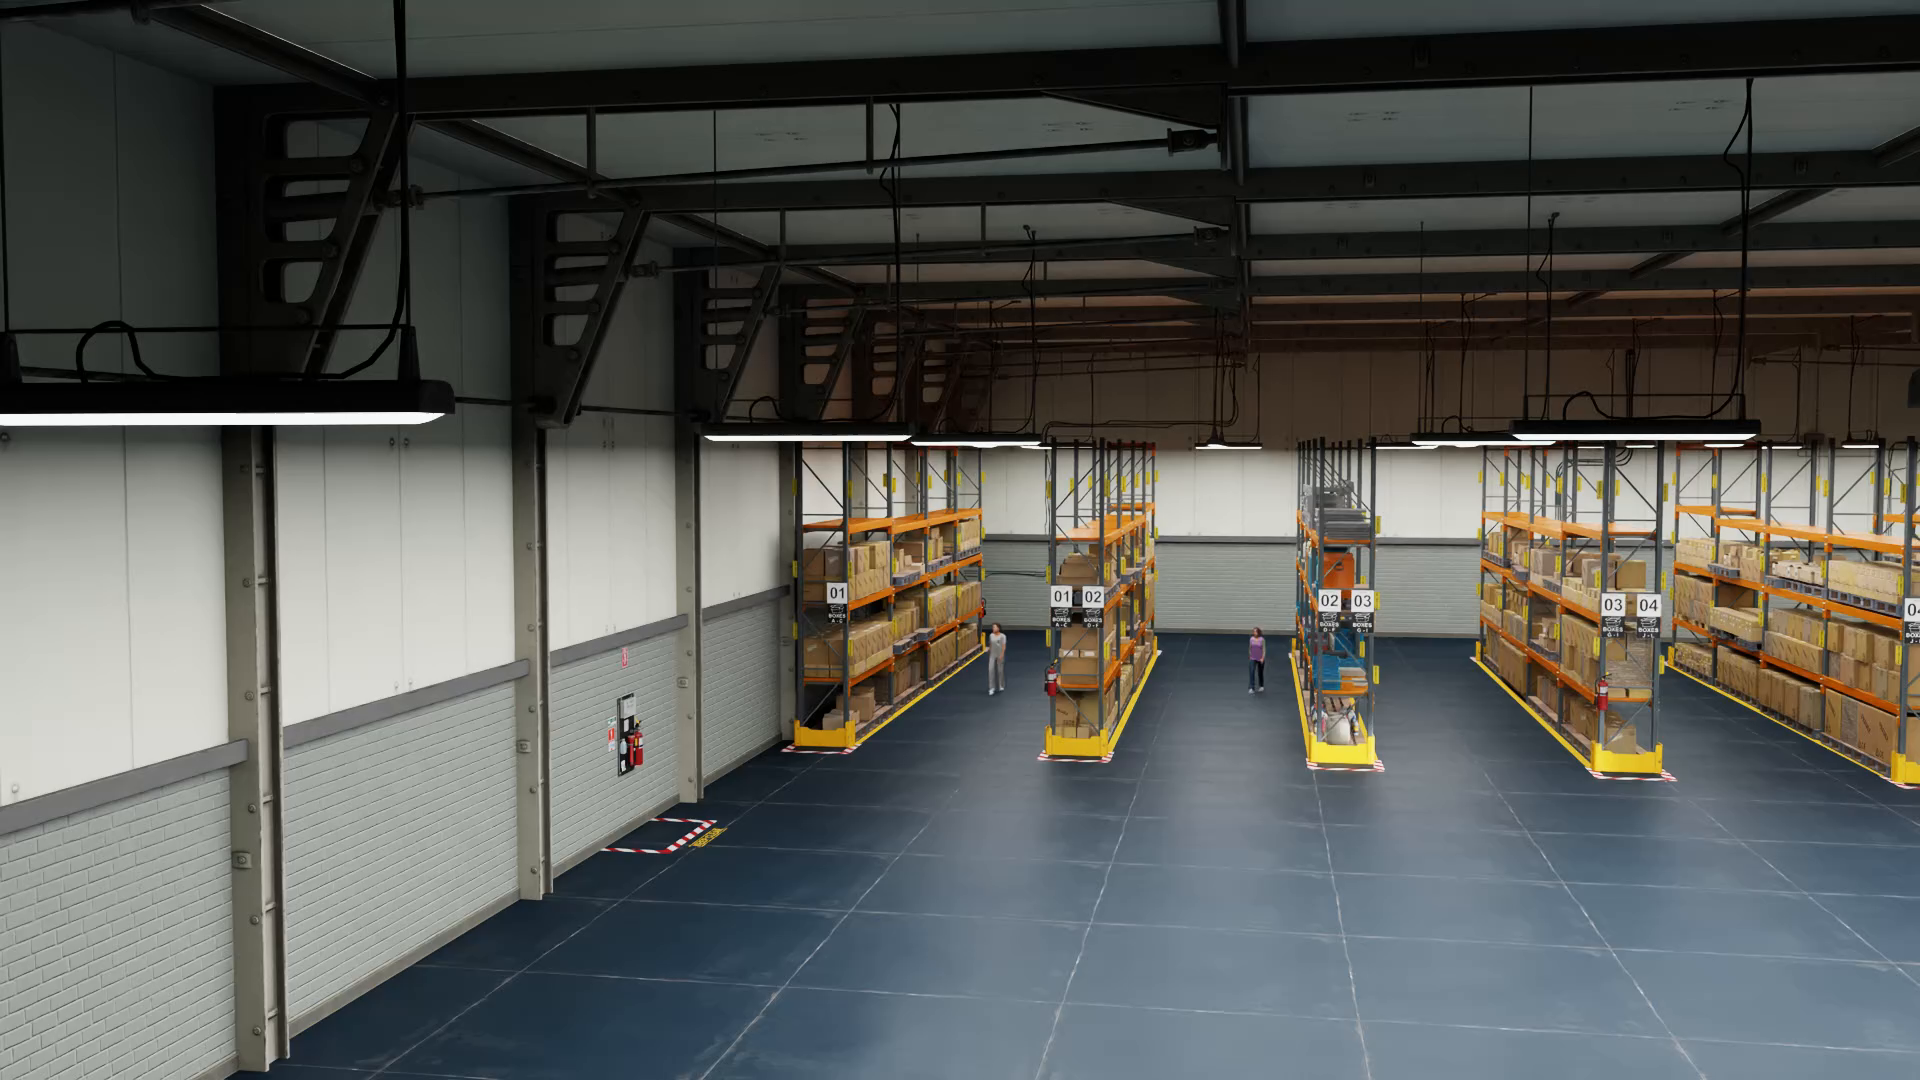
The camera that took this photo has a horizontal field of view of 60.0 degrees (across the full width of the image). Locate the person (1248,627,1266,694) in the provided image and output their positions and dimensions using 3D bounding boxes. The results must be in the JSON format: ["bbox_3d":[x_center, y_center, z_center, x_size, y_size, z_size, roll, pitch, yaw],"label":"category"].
[{"bbox_3d":[7.026,2.842,39.357,0.432,1.552,0.903,1,3,22],"label":"person"}]

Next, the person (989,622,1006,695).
[{"bbox_3d":[0.869,2.807,39.582,0.459,1.687,0.771,1,3,19],"label":"person"}]

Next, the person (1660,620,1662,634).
[{"bbox_3d":[19.141,2.403,46.154,0.600,1.684,1.113,3,4,45],"label":"person"}]
